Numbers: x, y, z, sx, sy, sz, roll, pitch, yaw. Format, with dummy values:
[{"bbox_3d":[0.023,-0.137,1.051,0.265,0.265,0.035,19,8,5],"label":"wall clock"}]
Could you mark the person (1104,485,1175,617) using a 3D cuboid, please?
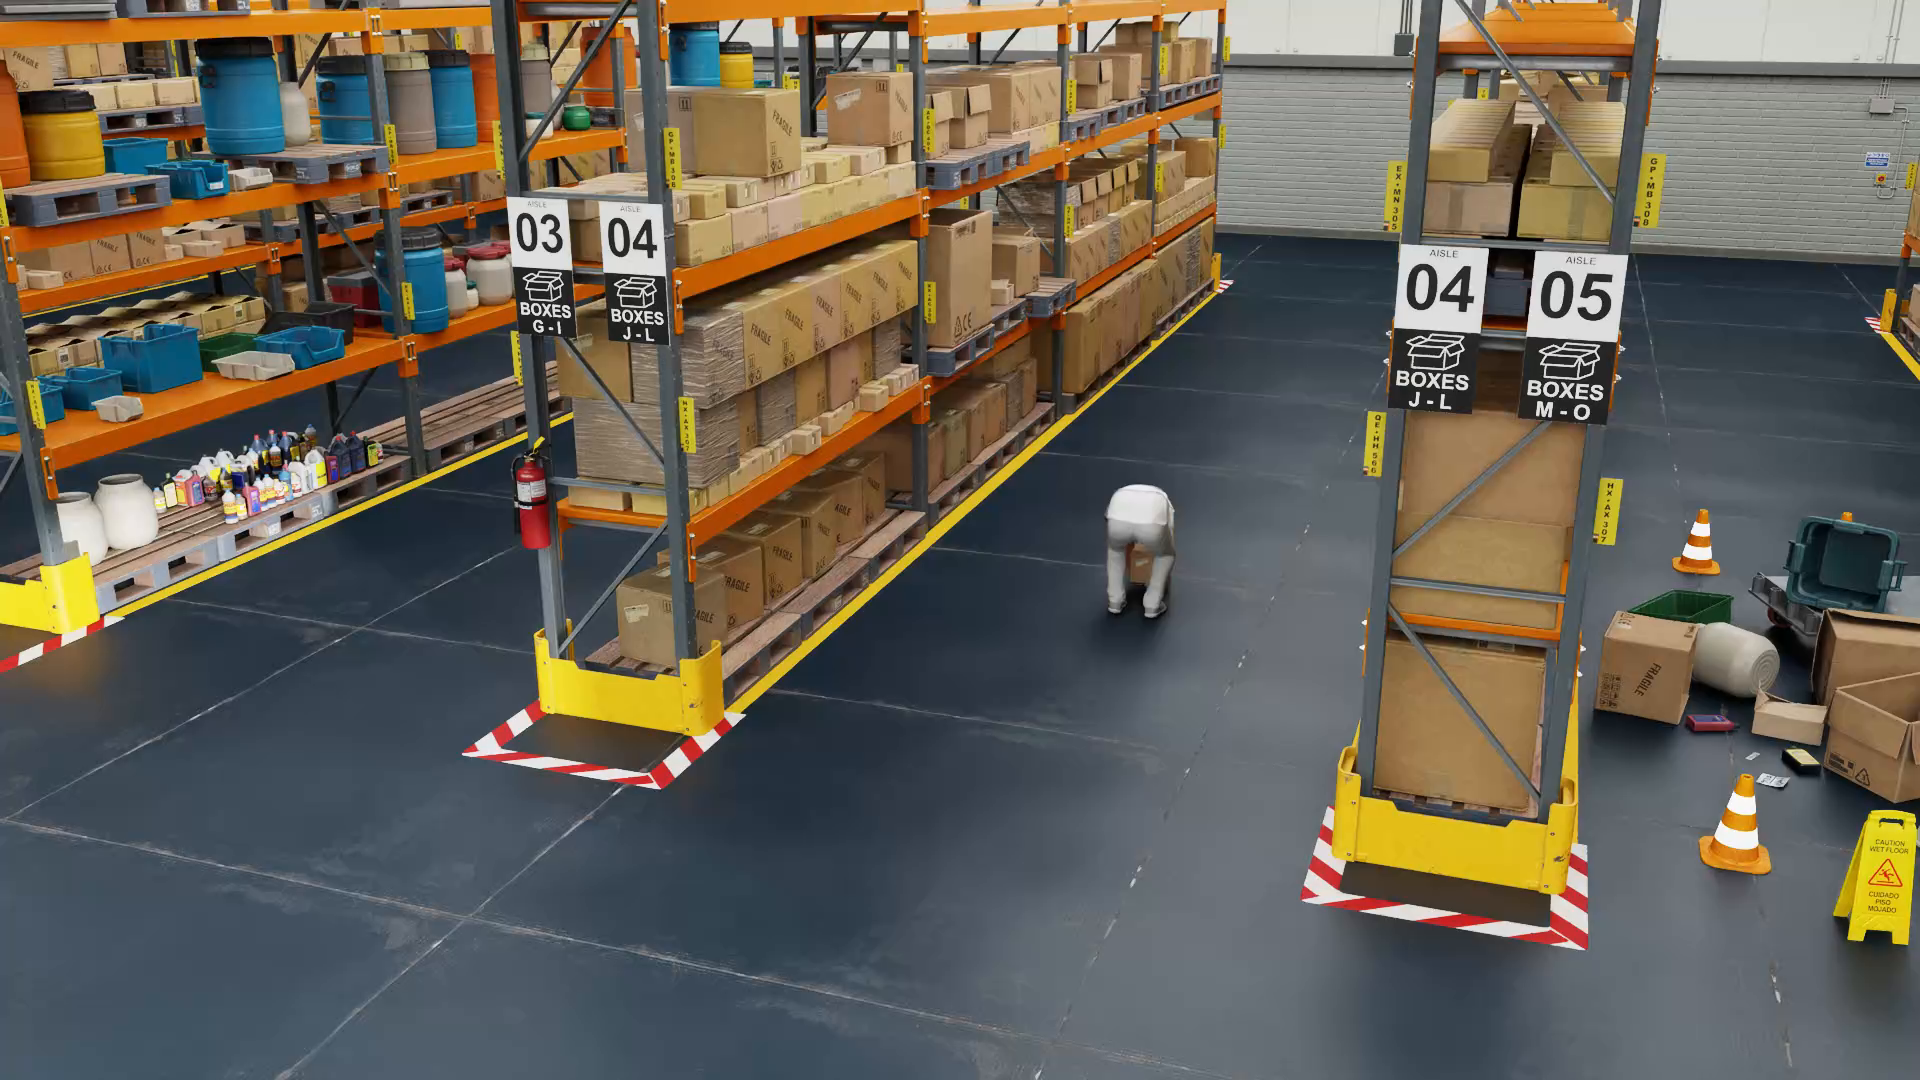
[{"bbox_3d":[1.325,0.017,12.119,0.453,0.953,0.923,5,20,16],"label":"person"}]
